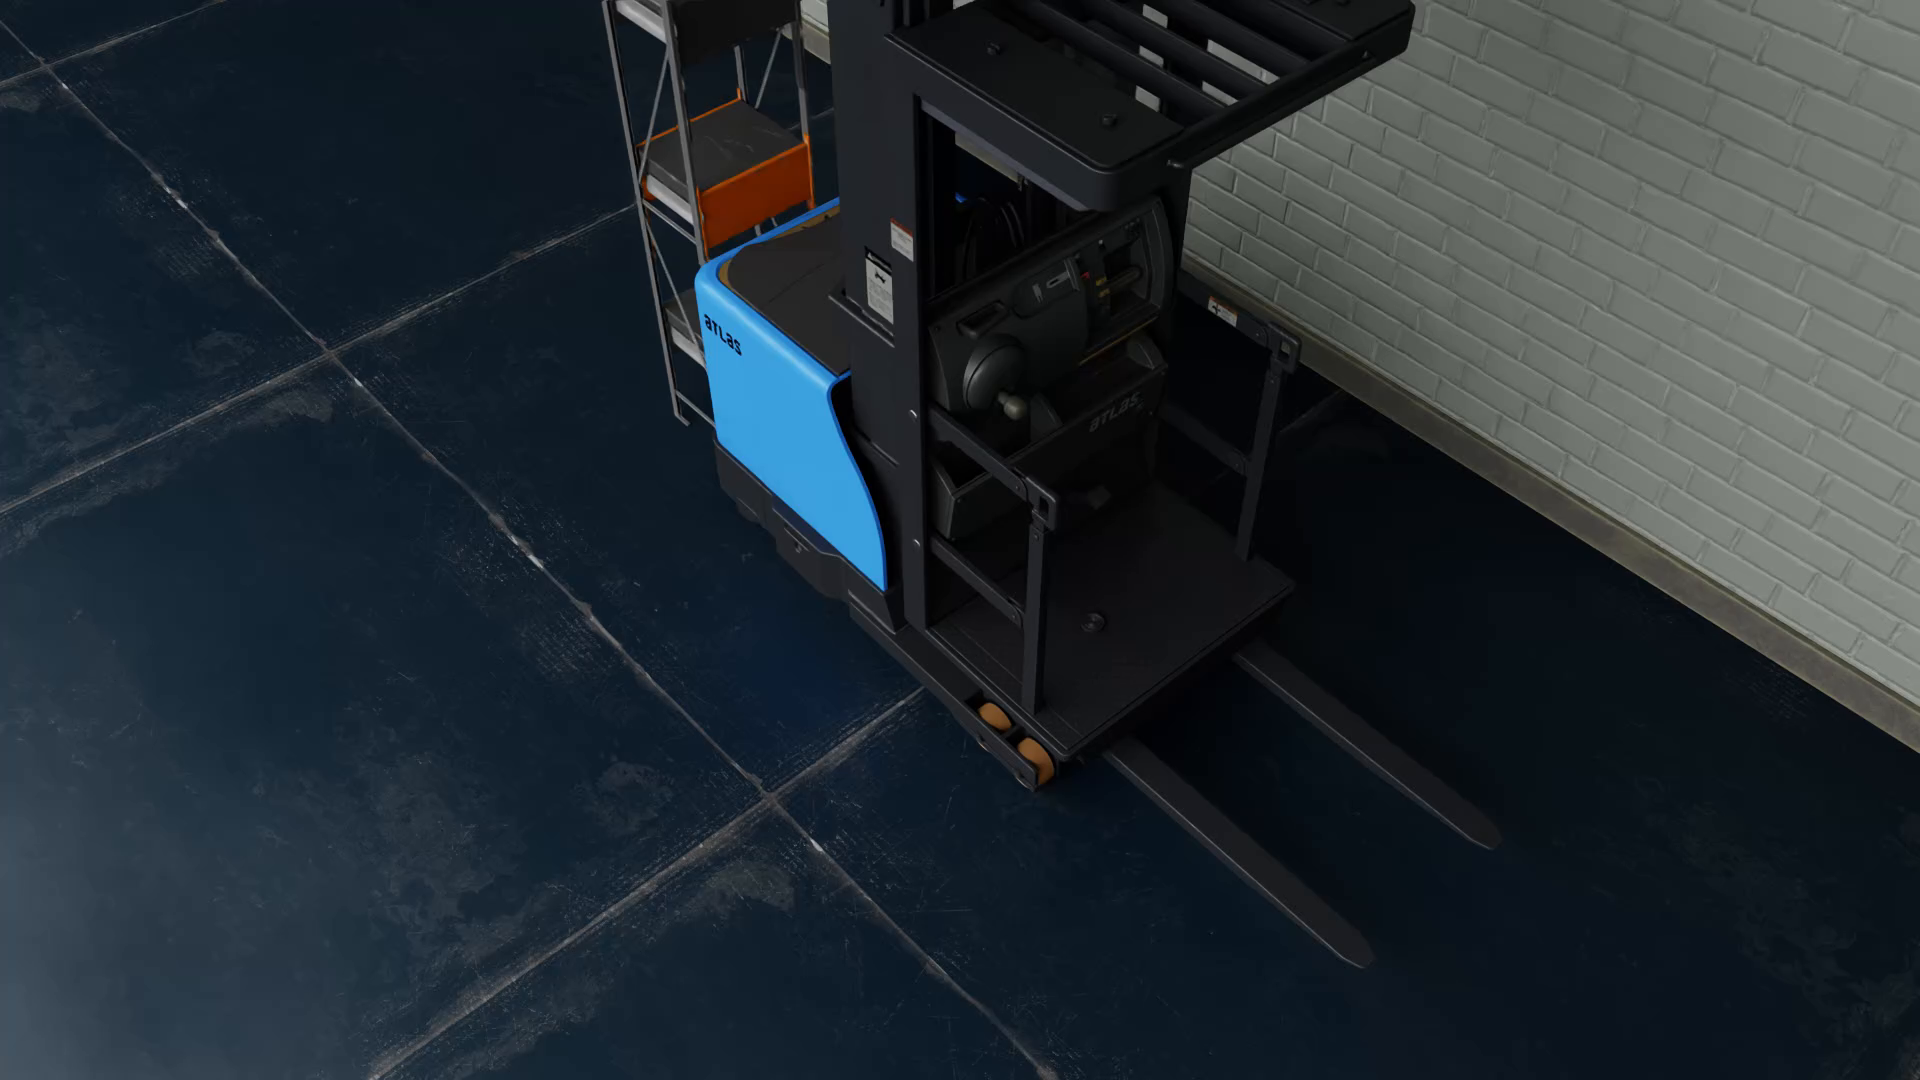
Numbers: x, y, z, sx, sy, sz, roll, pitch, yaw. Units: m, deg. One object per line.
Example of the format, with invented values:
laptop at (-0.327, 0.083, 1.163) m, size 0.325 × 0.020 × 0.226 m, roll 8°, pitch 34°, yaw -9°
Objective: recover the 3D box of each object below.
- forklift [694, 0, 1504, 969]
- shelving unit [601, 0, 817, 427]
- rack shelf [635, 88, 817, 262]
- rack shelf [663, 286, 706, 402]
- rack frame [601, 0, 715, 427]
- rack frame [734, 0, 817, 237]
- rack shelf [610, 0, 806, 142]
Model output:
forklift at (0.425, -0.602, 4.811) m, size 1.130 × 2.935 × 3.031 m, roll -33°, pitch 55°, yaw -26°
shelving unit at (-0.837, -1.235, 5.958) m, size 0.503 × 2.100 × 0.431 m, roll -33°, pitch 55°, yaw -27°
rack shelf at (-0.837, -1.225, 5.968) m, size 0.480 × 0.518 × 0.431 m, roll -33°, pitch 55°, yaw -27°
rack shelf at (-0.833, -0.748, 6.479) m, size 0.480 × 0.518 × 0.431 m, roll -33°, pitch 55°, yaw -27°
rack frame at (-1.018, -1.115, 5.847) m, size 0.015 × 2.100 × 0.400 m, roll -33°, pitch 55°, yaw -27°
rack frame at (-0.656, -1.355, 6.069) m, size 0.015 × 2.100 × 0.400 m, roll -33°, pitch 55°, yaw -27°
rack shelf at (-0.841, -1.703, 5.456) m, size 0.480 × 0.518 × 0.431 m, roll -33°, pitch 55°, yaw -27°
